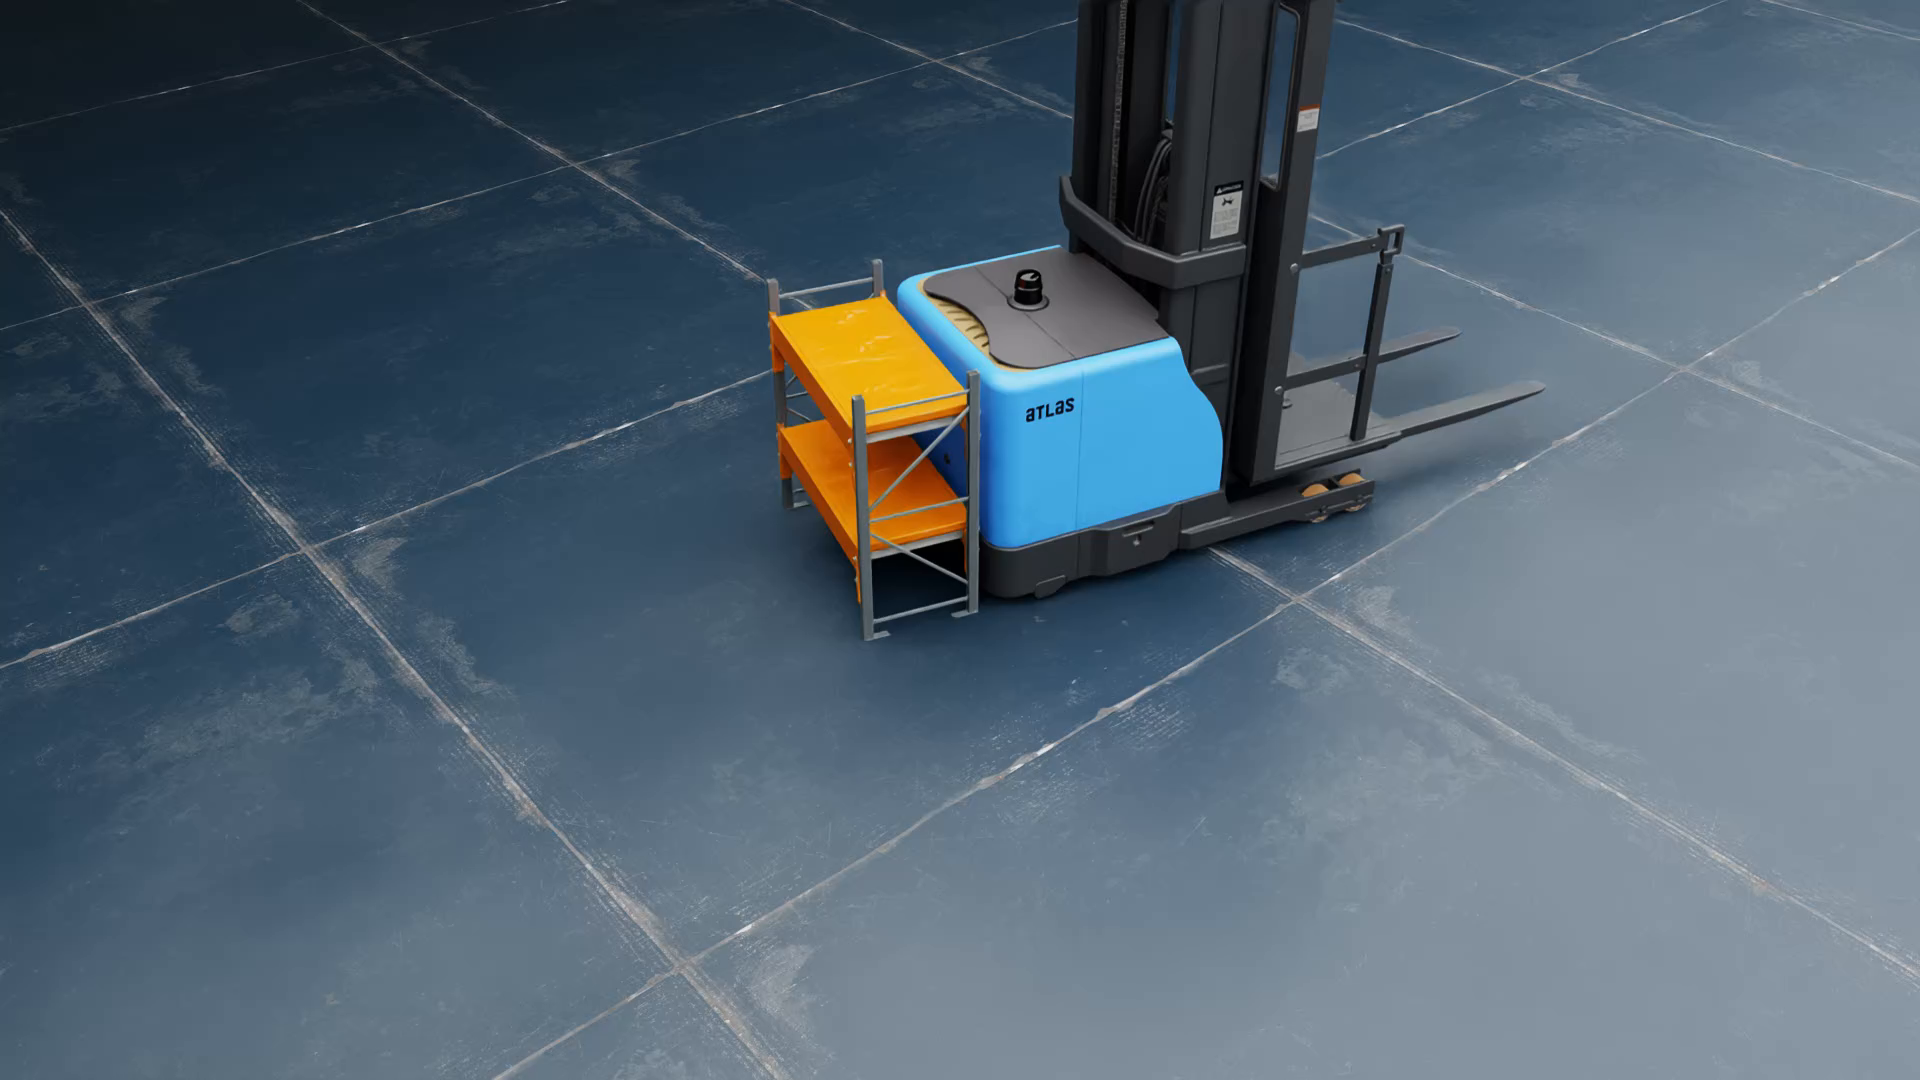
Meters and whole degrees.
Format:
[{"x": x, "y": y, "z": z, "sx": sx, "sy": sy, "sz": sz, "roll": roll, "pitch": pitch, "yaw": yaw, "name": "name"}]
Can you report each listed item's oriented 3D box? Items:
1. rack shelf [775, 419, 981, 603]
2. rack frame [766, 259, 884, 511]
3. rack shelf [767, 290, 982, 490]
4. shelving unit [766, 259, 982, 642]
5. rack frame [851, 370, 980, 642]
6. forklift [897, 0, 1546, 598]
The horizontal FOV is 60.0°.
[{"x": -0.359, "y": -0.184, "z": 6.959, "sx": 0.538, "sy": 0.278, "sz": 1.000, "roll": -14, "pitch": 38, "yaw": -19, "name": "rack shelf"}, {"x": -0.558, "y": -0.654, "z": 7.200, "sx": 0.500, "sy": 1.125, "sz": 0.032, "roll": -14, "pitch": 38, "yaw": -19, "name": "rack frame"}, {"x": -0.359, "y": -0.622, "z": 6.649, "sx": 0.538, "sy": 0.278, "sz": 1.000, "roll": -14, "pitch": 38, "yaw": -19, "name": "rack shelf"}, {"x": -0.359, "y": -0.383, "z": 6.818, "sx": 0.538, "sy": 1.125, "sz": 1.048, "roll": -14, "pitch": 38, "yaw": -19, "name": "shelving unit"}, {"x": -0.160, "y": -0.113, "z": 6.436, "sx": 0.500, "sy": 1.125, "sz": 0.032, "roll": -14, "pitch": 38, "yaw": -19, "name": "rack frame"}, {"x": 1.279, "y": -1.533, "z": 6.879, "sx": 3.031, "sy": 2.935, "sz": 1.130, "roll": -16, "pitch": 38, "yaw": -21, "name": "forklift"}]
